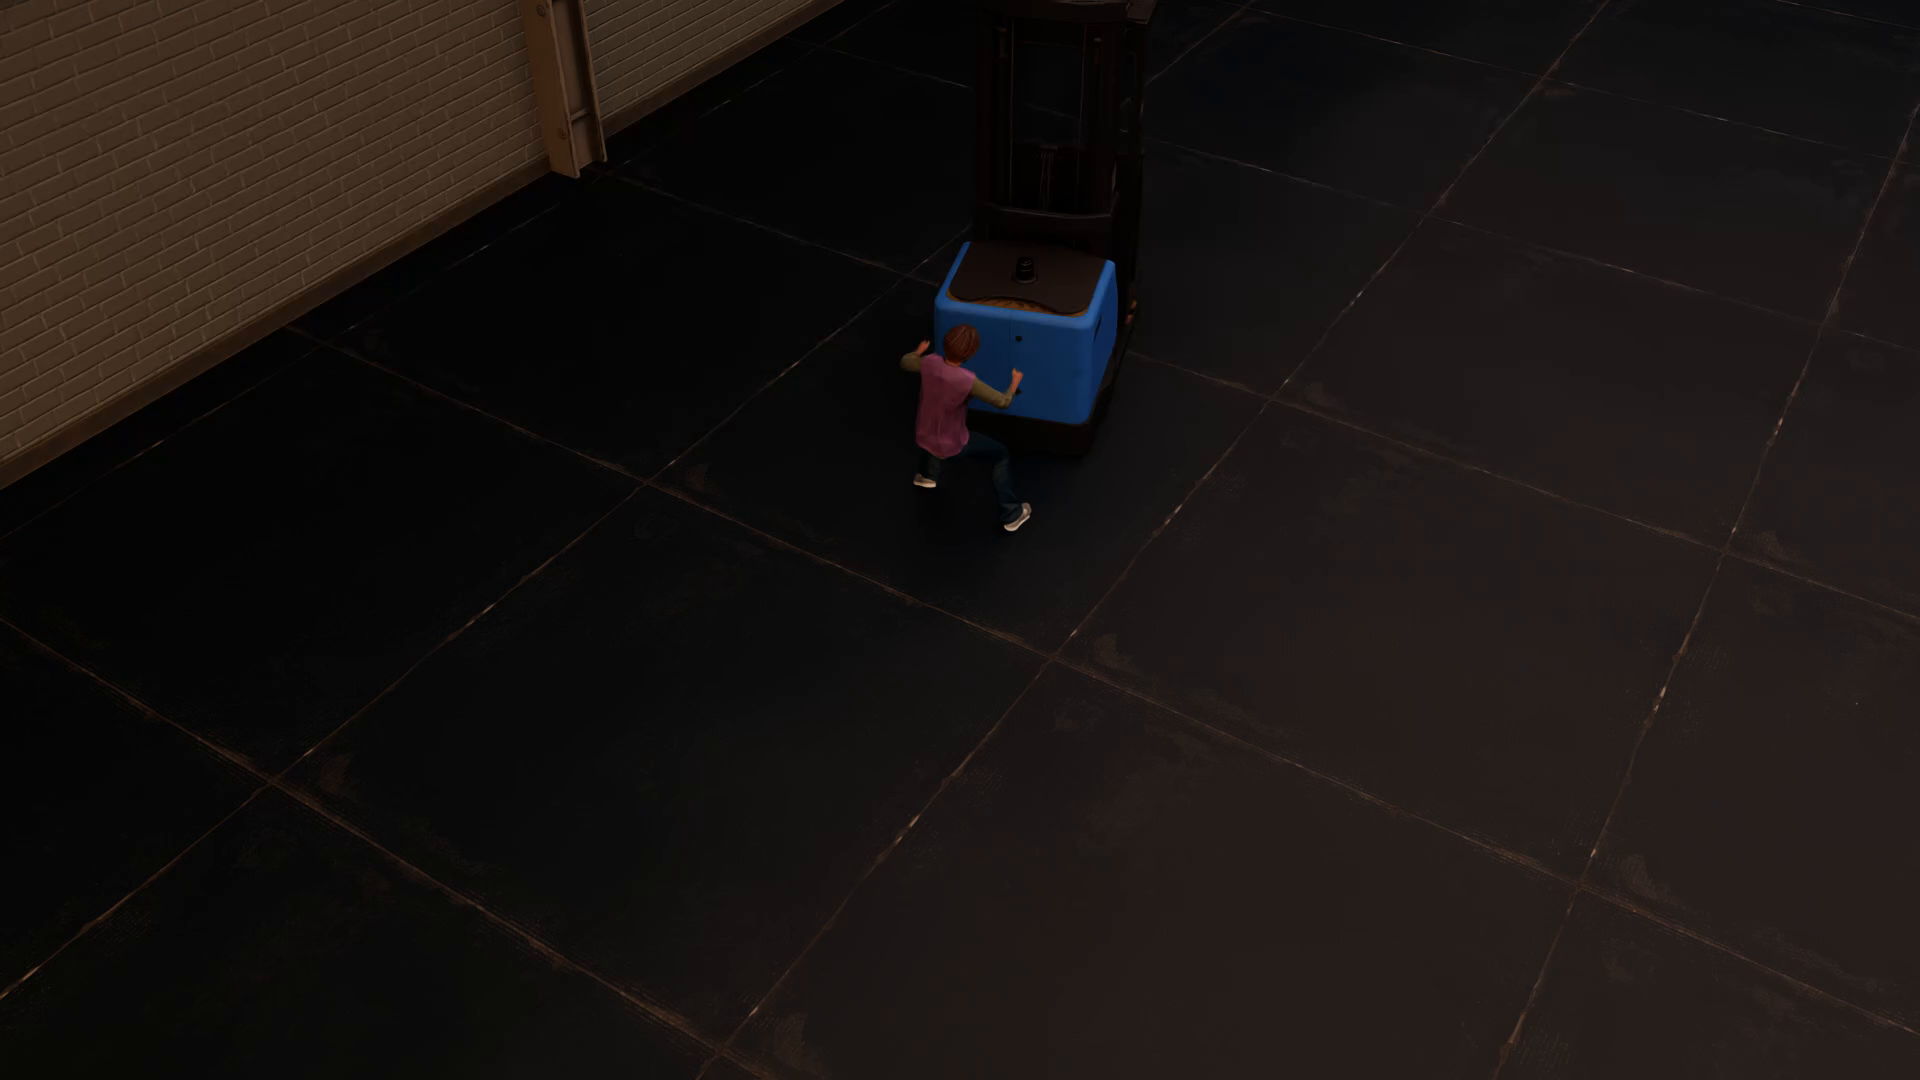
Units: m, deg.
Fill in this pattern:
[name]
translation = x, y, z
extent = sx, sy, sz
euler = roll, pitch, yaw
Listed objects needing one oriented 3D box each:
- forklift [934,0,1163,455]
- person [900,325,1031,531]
[forklift]
translation = 0.688, -2.628, 11.068
extent = 1.130, 2.935, 3.031
euler = 10, 41, 11
[person]
translation = 0.018, -0.762, 10.067
extent = 0.878, 1.373, 0.674
euler = 25, 46, 27
